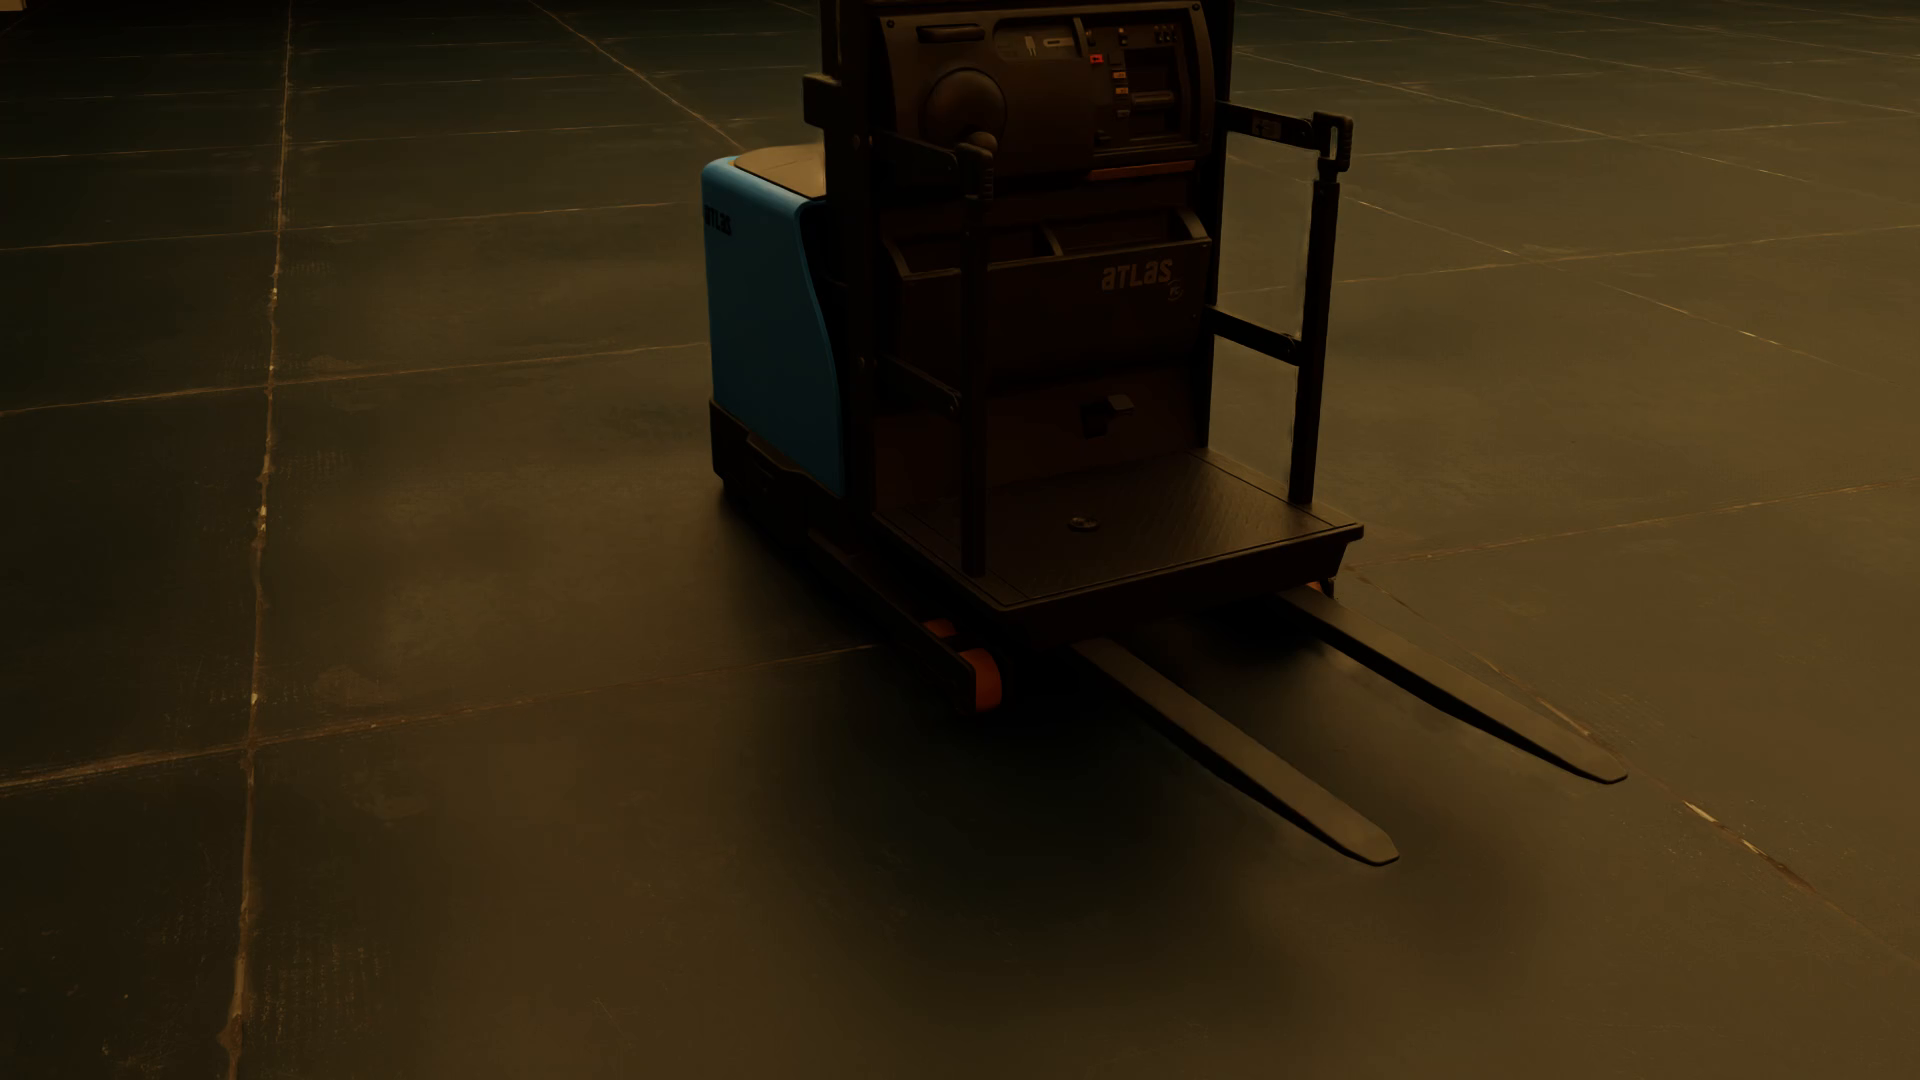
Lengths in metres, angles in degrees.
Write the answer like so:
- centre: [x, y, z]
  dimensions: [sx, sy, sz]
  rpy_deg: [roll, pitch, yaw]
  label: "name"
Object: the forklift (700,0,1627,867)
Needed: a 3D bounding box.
- centre: [0.338, -1.121, 3.965]
  dimensions: [1.130, 2.935, 3.031]
  rpy_deg: [-12, 26, -26]
  label: "forklift"
